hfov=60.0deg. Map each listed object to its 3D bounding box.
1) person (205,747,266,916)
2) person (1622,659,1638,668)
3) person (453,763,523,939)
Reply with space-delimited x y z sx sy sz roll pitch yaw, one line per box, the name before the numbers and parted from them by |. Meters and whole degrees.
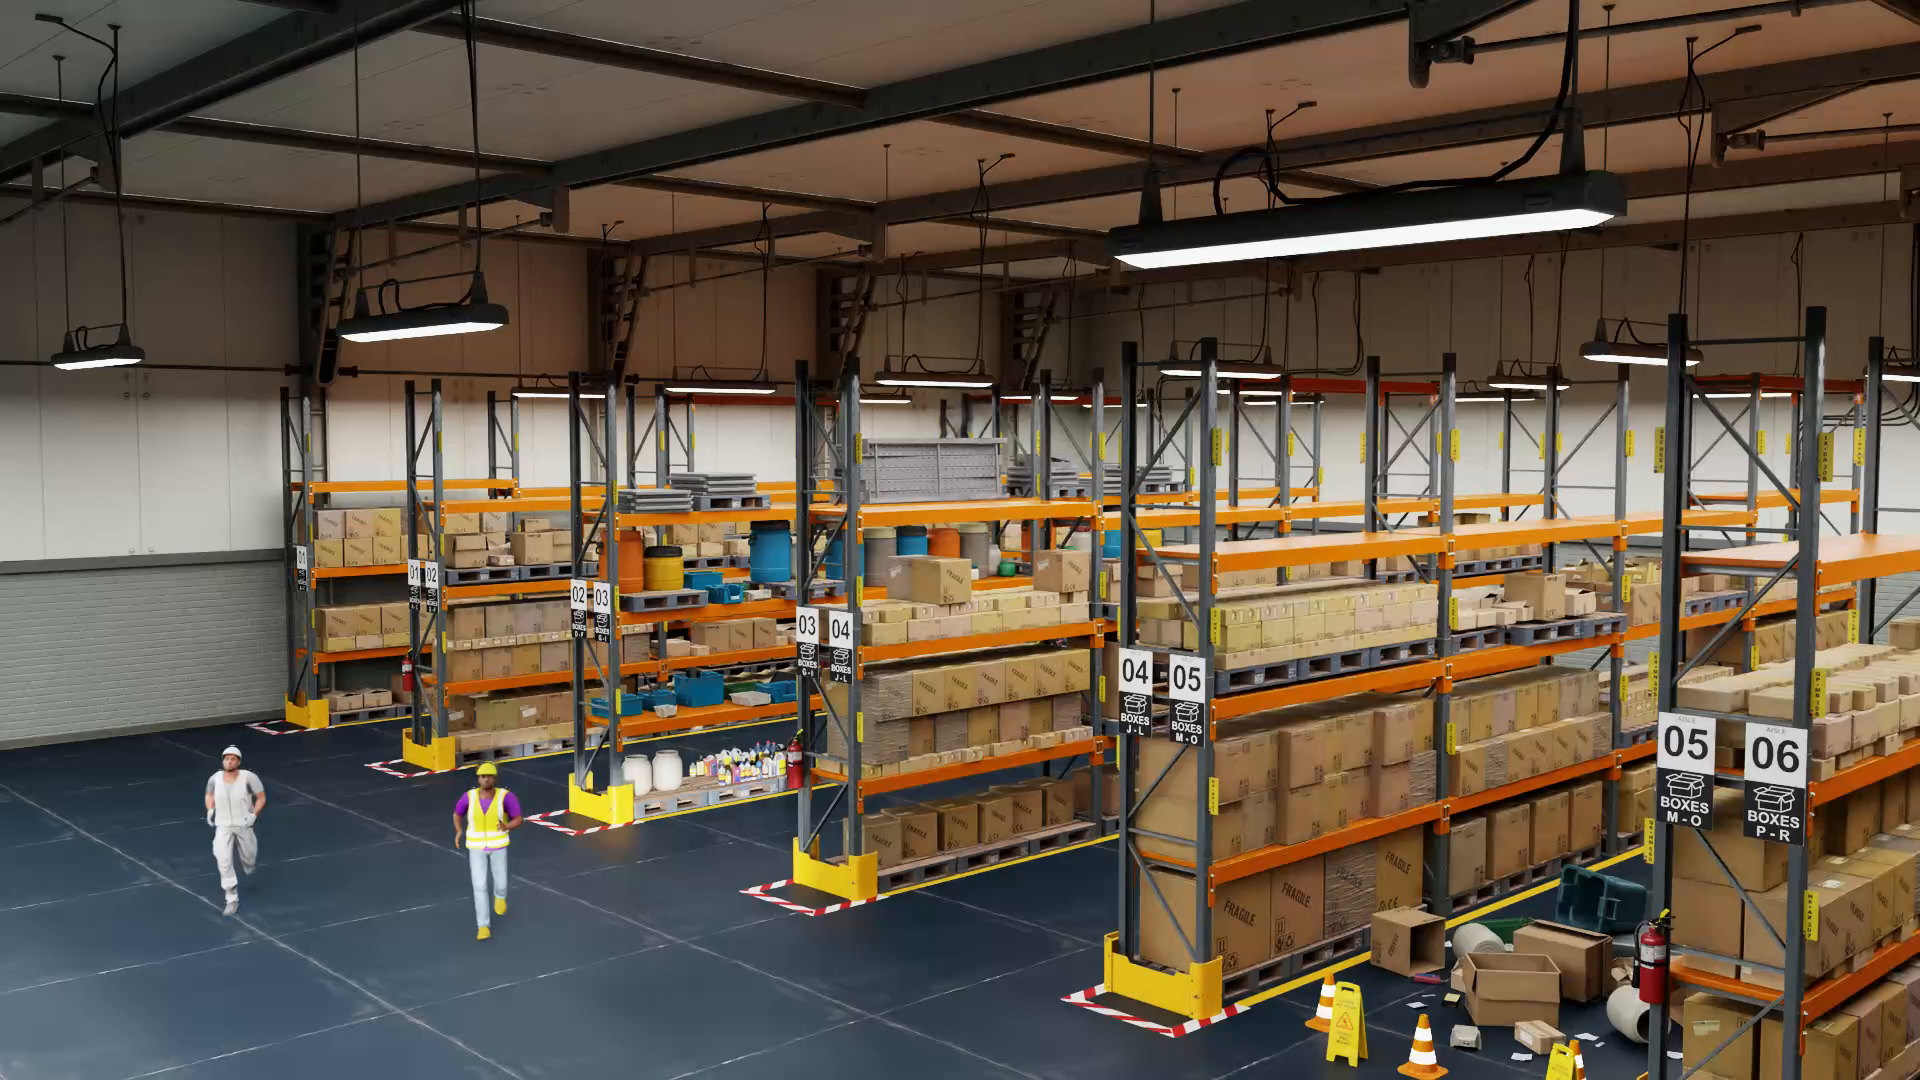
person | -7.974 3.142 18.283 0.626 1.761 0.999 -1 4 -17
person | 10.273 2.680 25.610 0.790 1.705 0.619 -3 5 -40
person | -4.897 3.181 17.252 0.714 1.747 0.931 -1 4 -13
